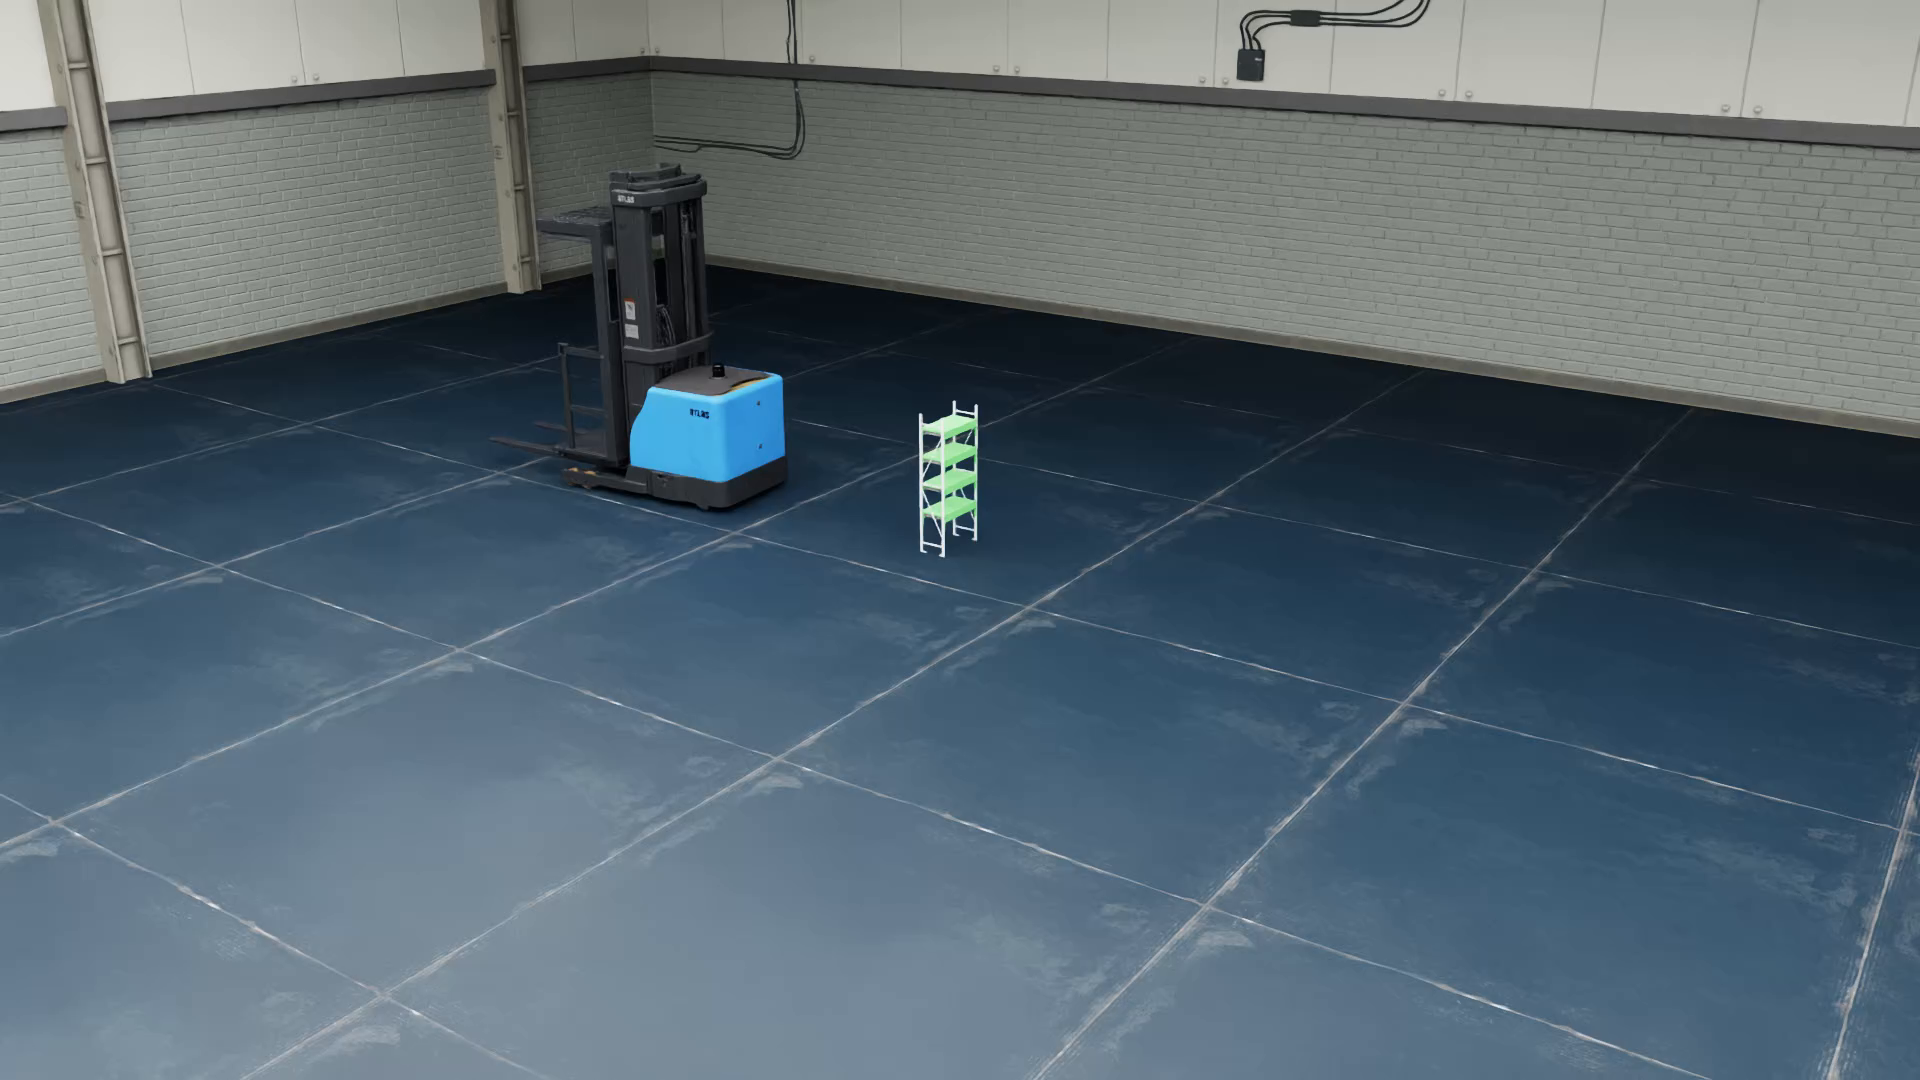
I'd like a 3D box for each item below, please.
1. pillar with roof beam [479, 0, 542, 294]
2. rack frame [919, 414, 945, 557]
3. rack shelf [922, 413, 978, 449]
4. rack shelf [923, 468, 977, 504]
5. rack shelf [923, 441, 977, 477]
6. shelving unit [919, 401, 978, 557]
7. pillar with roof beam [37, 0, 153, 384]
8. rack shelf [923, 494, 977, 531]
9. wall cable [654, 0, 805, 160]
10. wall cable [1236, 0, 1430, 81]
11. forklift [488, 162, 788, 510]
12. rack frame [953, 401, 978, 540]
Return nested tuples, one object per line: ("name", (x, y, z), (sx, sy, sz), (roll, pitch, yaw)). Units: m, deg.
("pillar with roof beam", (-2.728, -6.982, 20.169), (9.100, 9.000, 0.400), (13, 24, 32))
("rack frame", (-0.230, -0.445, 13.739), (0.240, 1.200, 0.015), (13, 24, 32))
("rack shelf", (-0.093, -0.906, 13.784), (0.258, 0.148, 0.480), (13, 24, 32))
("rack shelf", (-0.093, -0.455, 13.951), (0.258, 0.148, 0.480), (13, 24, 32))
("rack shelf", (-0.093, -0.680, 13.867), (0.258, 0.148, 0.480), (13, 24, 32))
("shelving unit", (-0.093, -0.515, 13.928), (0.258, 1.200, 0.503), (13, 24, 32))
("pillar with roof beam", (-6.101, -5.260, 15.515), (9.100, 9.000, 0.400), (13, 24, 32))
("rack shelf", (-0.093, -0.230, 14.034), (0.258, 0.148, 0.480), (13, 24, 32))
("wall cable", (-3.539, -6.953, 24.566), (3.097, 2.526, 0.112), (13, 24, 32))
("wall cable", (4.304, -8.148, 18.419), (2.305, 6.003, 0.169), (13, 24, 32))
("forklift", (-3.152, -2.000, 15.447), (3.031, 2.935, 1.130), (11, 23, 28))
("rack frame", (0.044, -0.585, 14.118), (0.240, 1.200, 0.015), (13, 24, 32))
